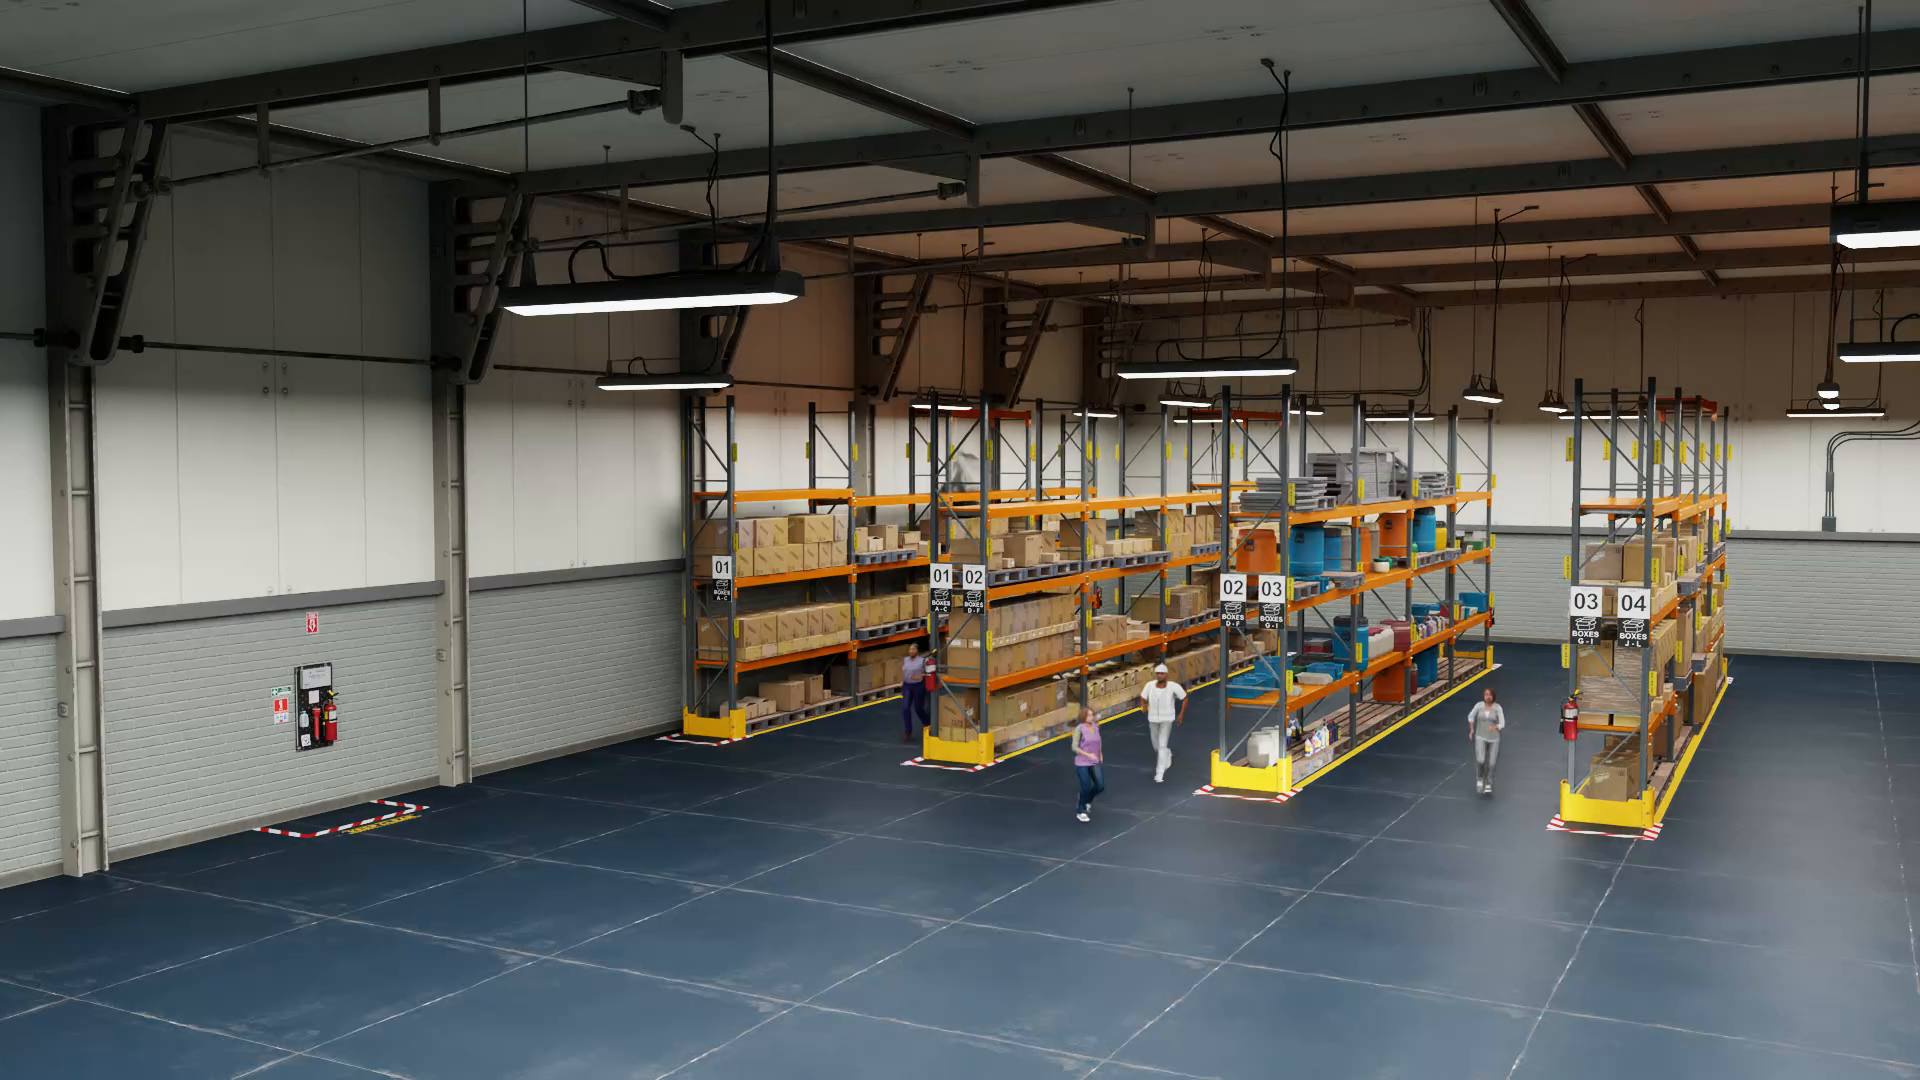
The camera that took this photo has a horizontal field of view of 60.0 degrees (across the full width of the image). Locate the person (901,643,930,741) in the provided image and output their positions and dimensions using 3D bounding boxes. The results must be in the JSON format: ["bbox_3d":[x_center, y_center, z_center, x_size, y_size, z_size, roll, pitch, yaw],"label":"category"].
[{"bbox_3d":[-0.796,2.648,29.200,0.604,1.654,0.807,1,3,21],"label":"person"}]

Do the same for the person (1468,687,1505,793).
[{"bbox_3d":[7.666,3.037,24.229,0.513,1.343,0.621,1,3,17],"label":"person"}]

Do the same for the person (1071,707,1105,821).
[{"bbox_3d":[1.765,3.032,22.462,0.566,1.559,0.545,-2,4,-32],"label":"person"}]

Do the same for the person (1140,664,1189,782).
[{"bbox_3d":[3.114,2.788,25.619,0.738,1.762,0.865,2,3,27],"label":"person"}]
